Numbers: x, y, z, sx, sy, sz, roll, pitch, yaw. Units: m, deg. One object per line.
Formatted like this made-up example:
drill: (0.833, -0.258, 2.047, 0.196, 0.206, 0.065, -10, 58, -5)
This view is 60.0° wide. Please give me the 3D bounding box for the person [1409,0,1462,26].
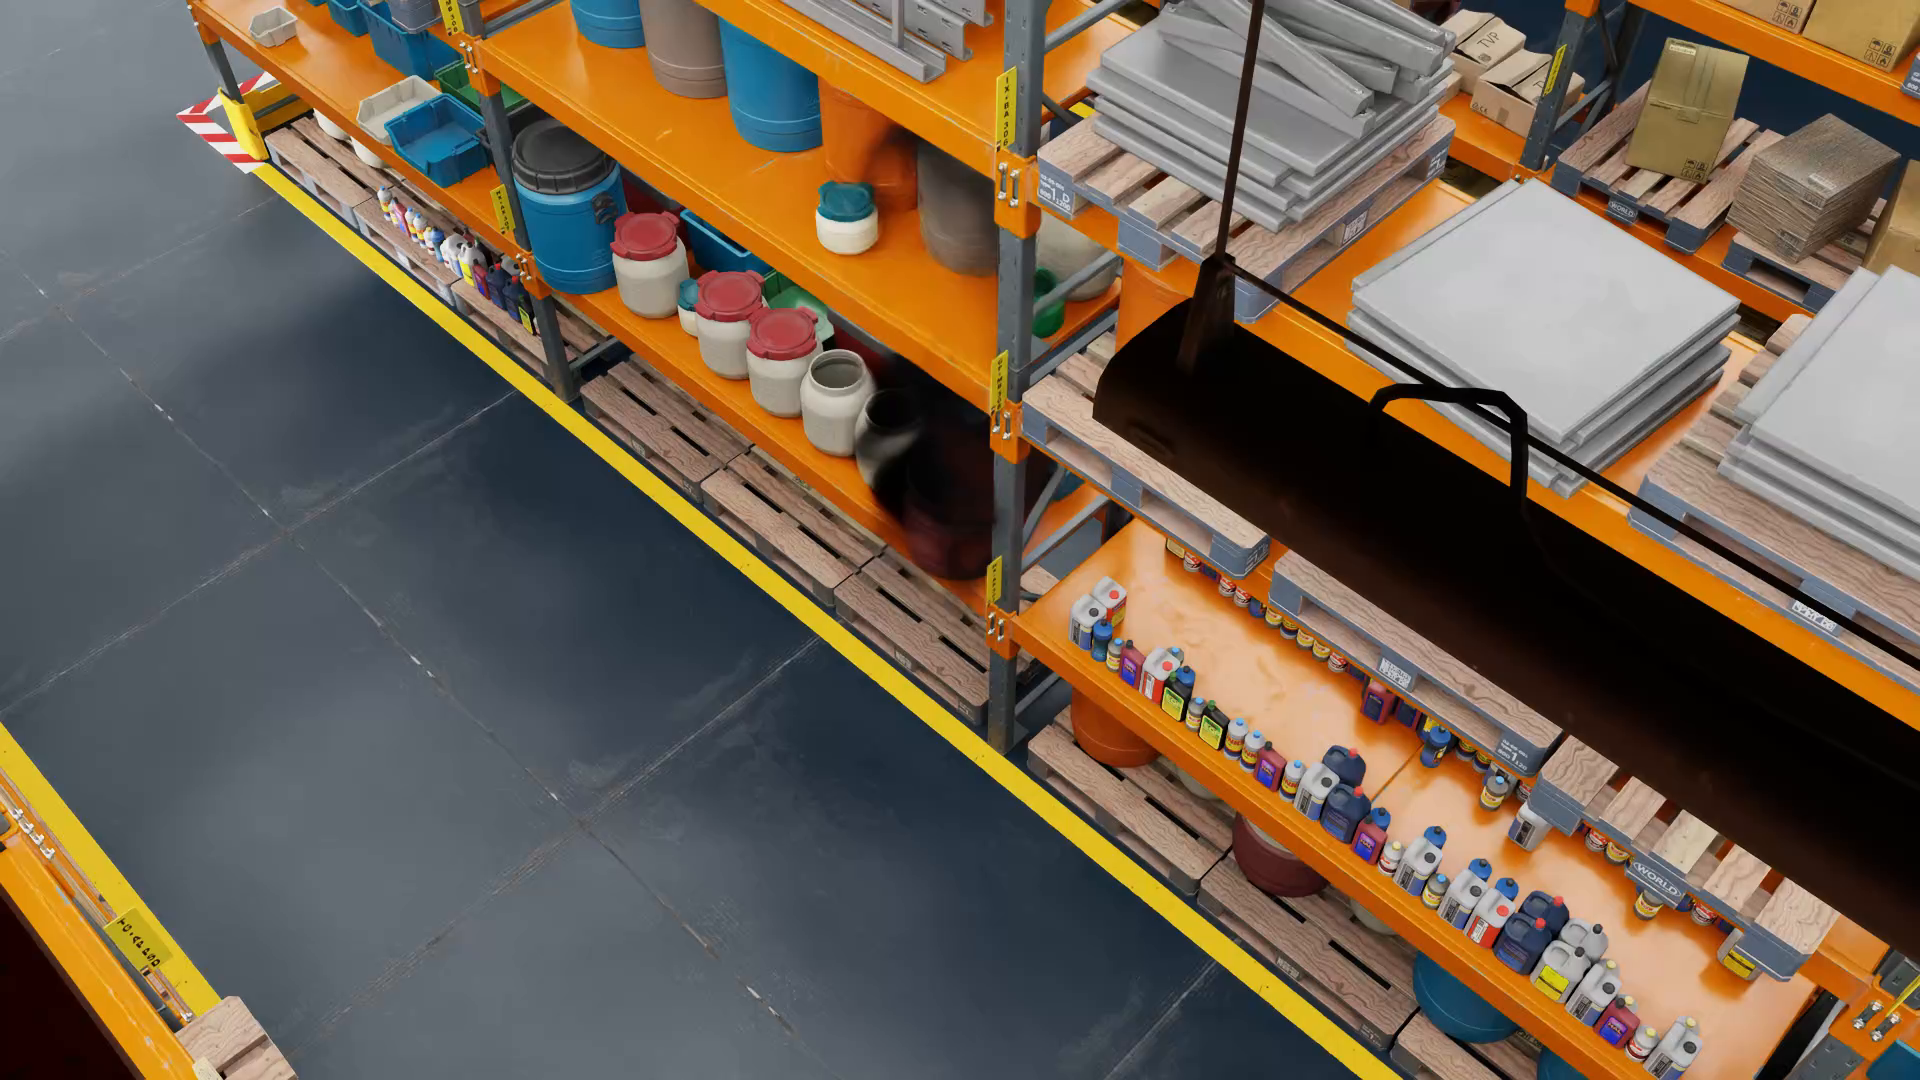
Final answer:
person: (3.858, -4.309, 12.972, 0.885, 1.652, 0.588, 31, 56, 23)
